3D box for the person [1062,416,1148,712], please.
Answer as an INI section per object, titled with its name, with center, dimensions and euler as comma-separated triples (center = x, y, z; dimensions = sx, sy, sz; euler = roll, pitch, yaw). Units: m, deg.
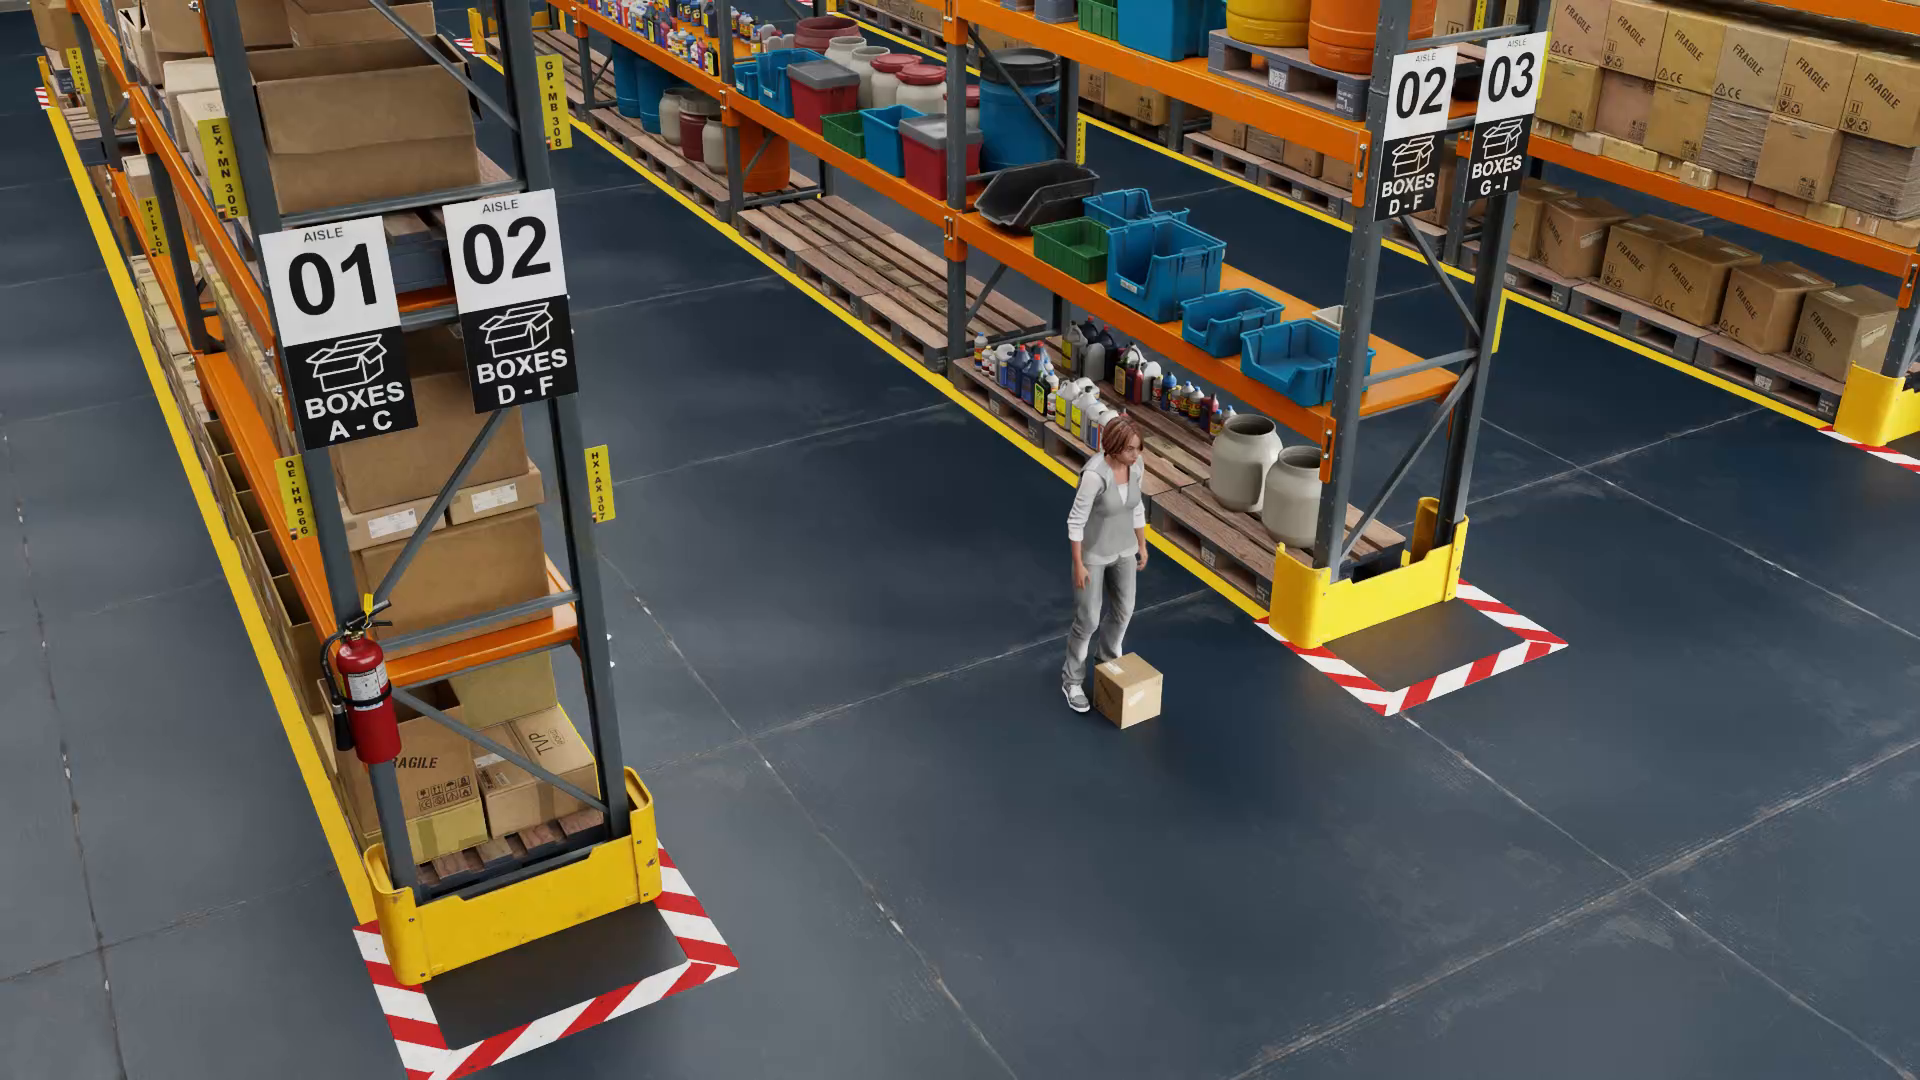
[person]
center = 0.738, 0.089, 8.401
dimensions = 0.484, 1.594, 0.342
euler = -18, 34, -29
